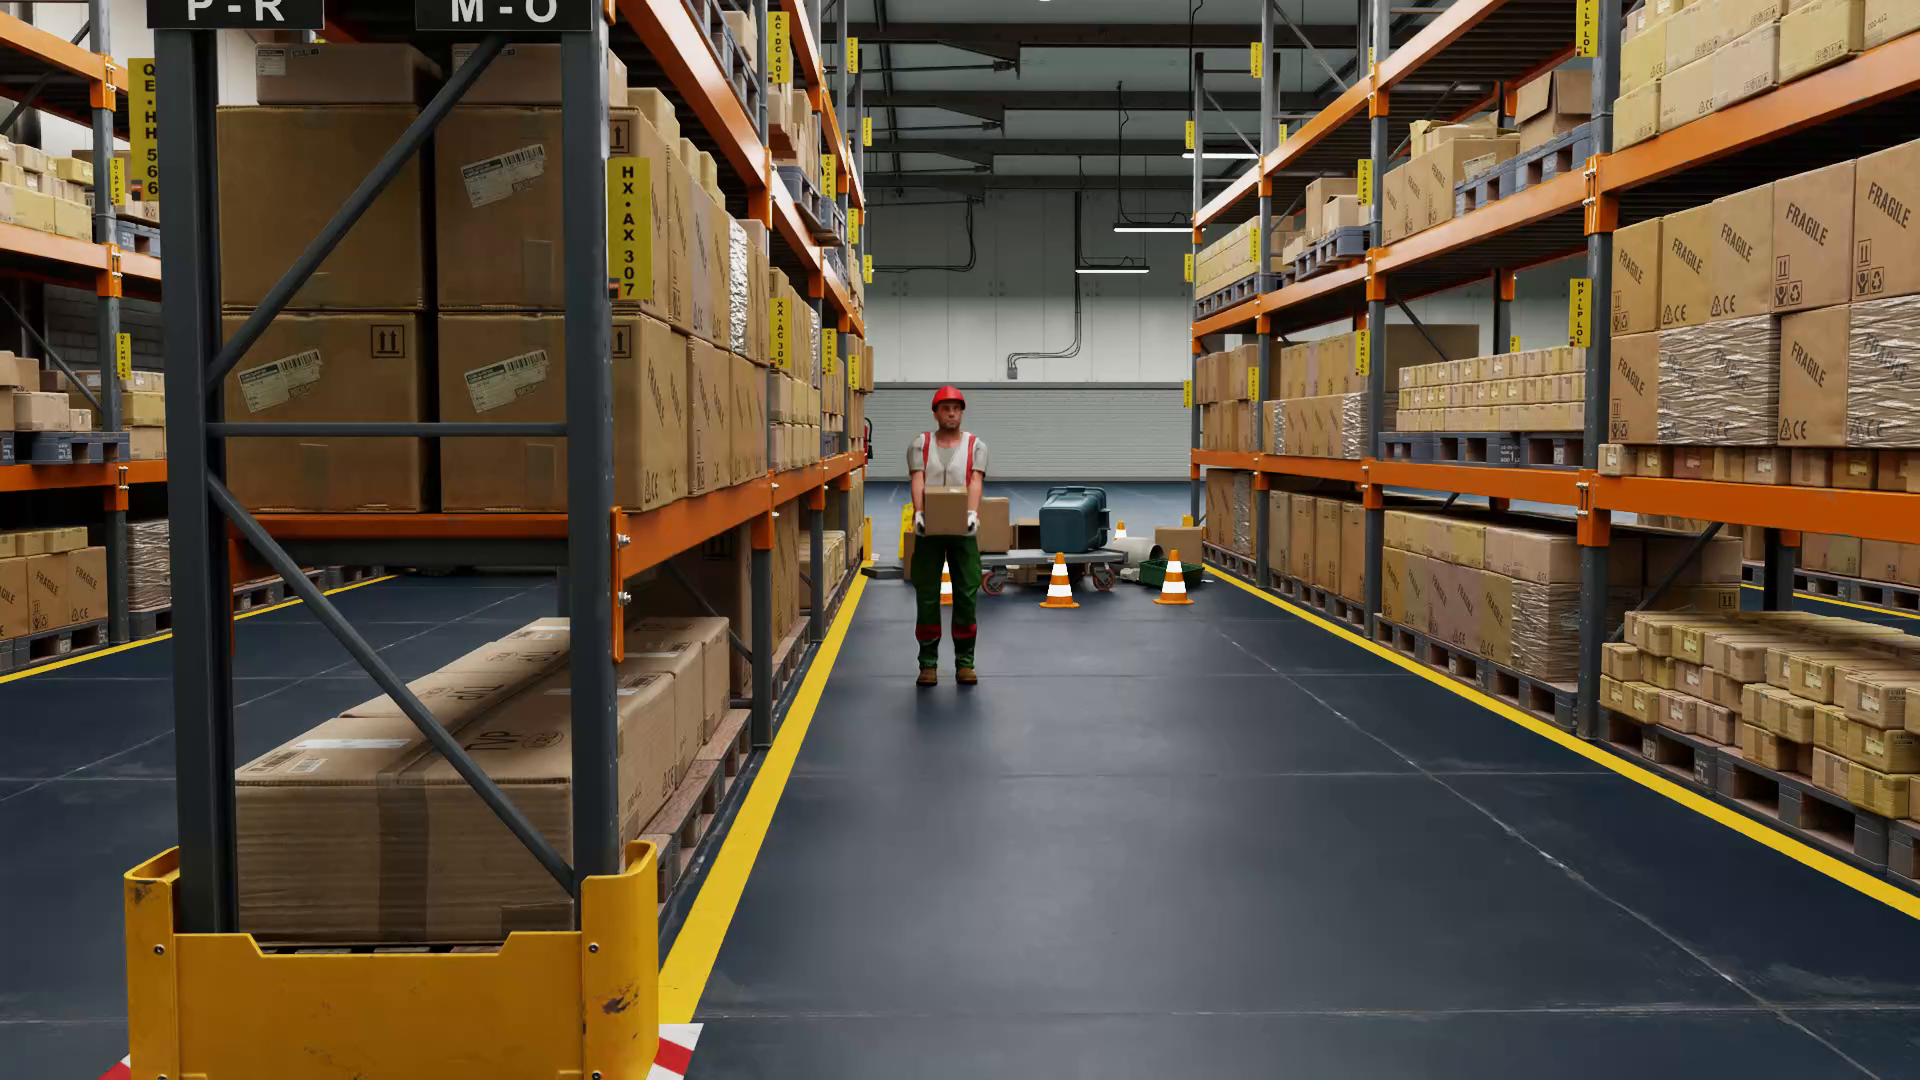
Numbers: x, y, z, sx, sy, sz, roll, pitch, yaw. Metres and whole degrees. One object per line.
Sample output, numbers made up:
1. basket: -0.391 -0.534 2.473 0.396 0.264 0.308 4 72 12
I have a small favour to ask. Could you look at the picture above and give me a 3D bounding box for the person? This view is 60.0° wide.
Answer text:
1. person: -0.072 -0.030 9.952 0.495 1.786 0.558 0 4 -1
